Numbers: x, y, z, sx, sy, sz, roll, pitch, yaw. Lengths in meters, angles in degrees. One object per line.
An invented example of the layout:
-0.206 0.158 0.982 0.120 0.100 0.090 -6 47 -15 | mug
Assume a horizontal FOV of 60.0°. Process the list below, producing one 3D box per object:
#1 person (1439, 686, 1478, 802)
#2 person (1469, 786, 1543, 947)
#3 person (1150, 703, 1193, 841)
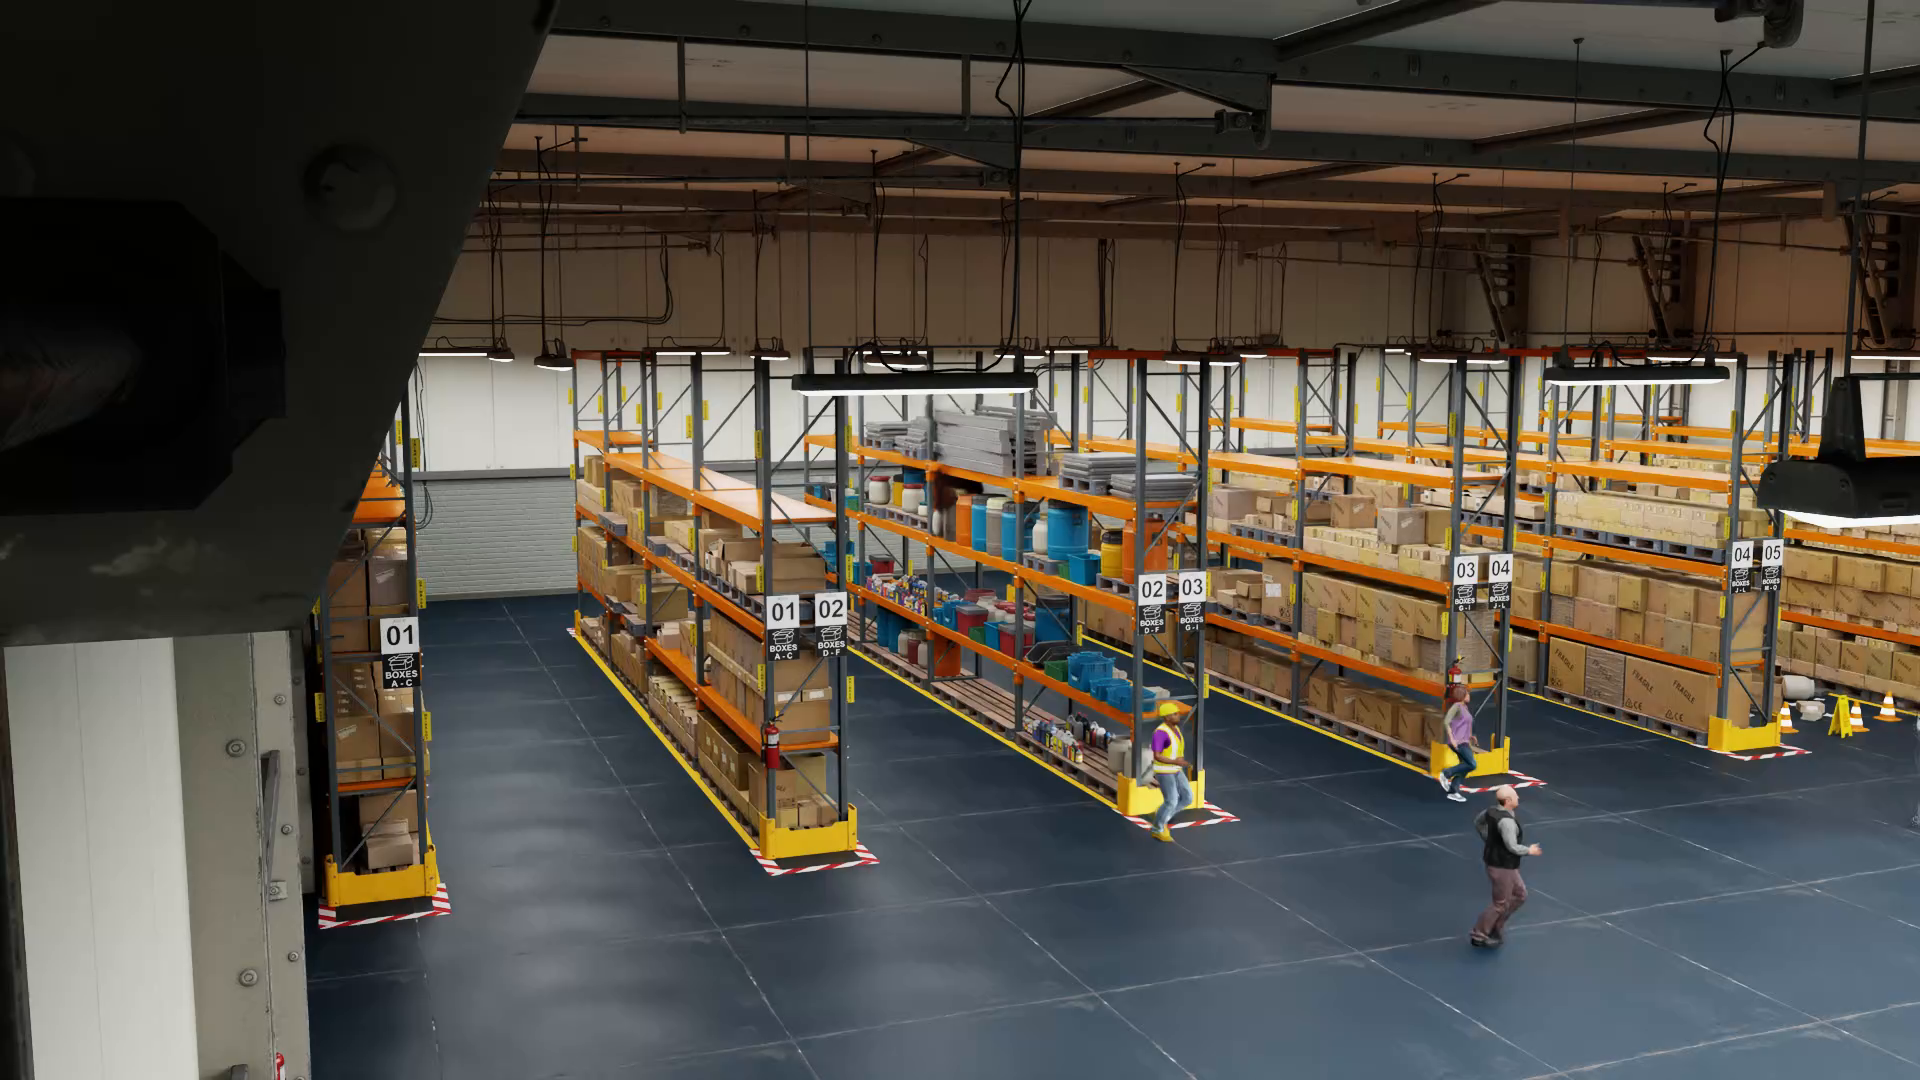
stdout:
6.836 2.764 22.675 0.487 1.523 0.569 4 8 31 | person
5.612 3.375 17.110 0.692 1.742 0.685 1 7 5 | person
2.667 2.891 20.779 0.557 1.735 0.702 4 8 29 | person
